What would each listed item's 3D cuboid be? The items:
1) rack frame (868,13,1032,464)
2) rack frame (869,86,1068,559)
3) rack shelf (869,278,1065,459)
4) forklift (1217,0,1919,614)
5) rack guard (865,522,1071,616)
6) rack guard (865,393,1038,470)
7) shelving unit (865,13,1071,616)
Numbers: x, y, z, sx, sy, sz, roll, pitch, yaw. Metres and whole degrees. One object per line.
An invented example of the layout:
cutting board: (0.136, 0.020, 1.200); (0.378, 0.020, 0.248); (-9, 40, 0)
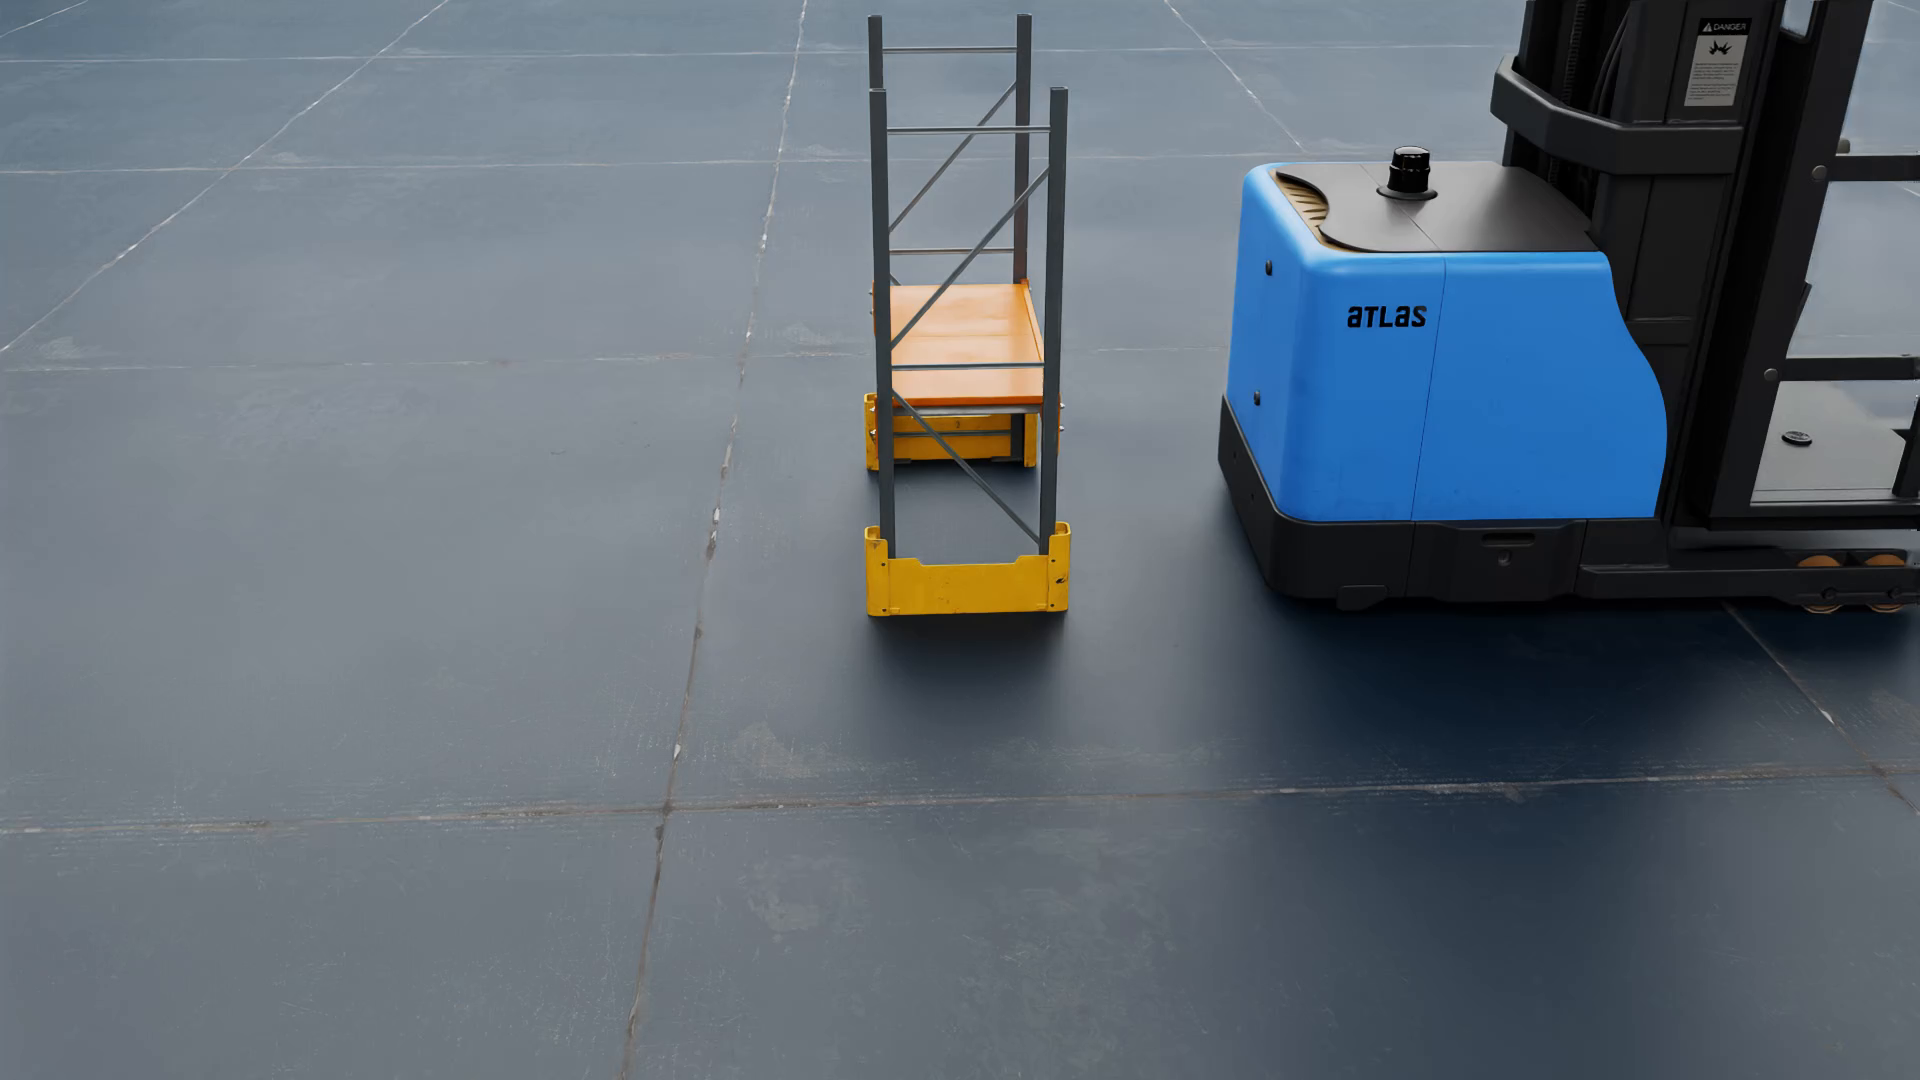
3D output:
rack frame: (-0.031, -0.939, 5.429); (0.500, 1.500, 0.032); (-1, 28, -3)
rack frame: (0.022, -0.470, 4.529); (0.500, 1.500, 0.032); (-1, 28, -3)
rack shelf: (-0.004, -0.545, 5.062); (0.538, 0.185, 1.000); (-1, 28, -3)
forklift: (2.396, -1.330, 4.631); (3.031, 2.935, 1.130); (-1, 28, -2)
rack guard: (0.022, 0.084, 4.819); (0.587, 0.250, 0.087); (-1, 28, -3)
rack guard: (-0.030, -0.376, 5.701); (0.587, 0.250, 0.087); (-1, 28, -3)
shelving unit: (-0.004, -0.700, 4.971); (0.587, 1.500, 1.083); (-1, 28, -3)
